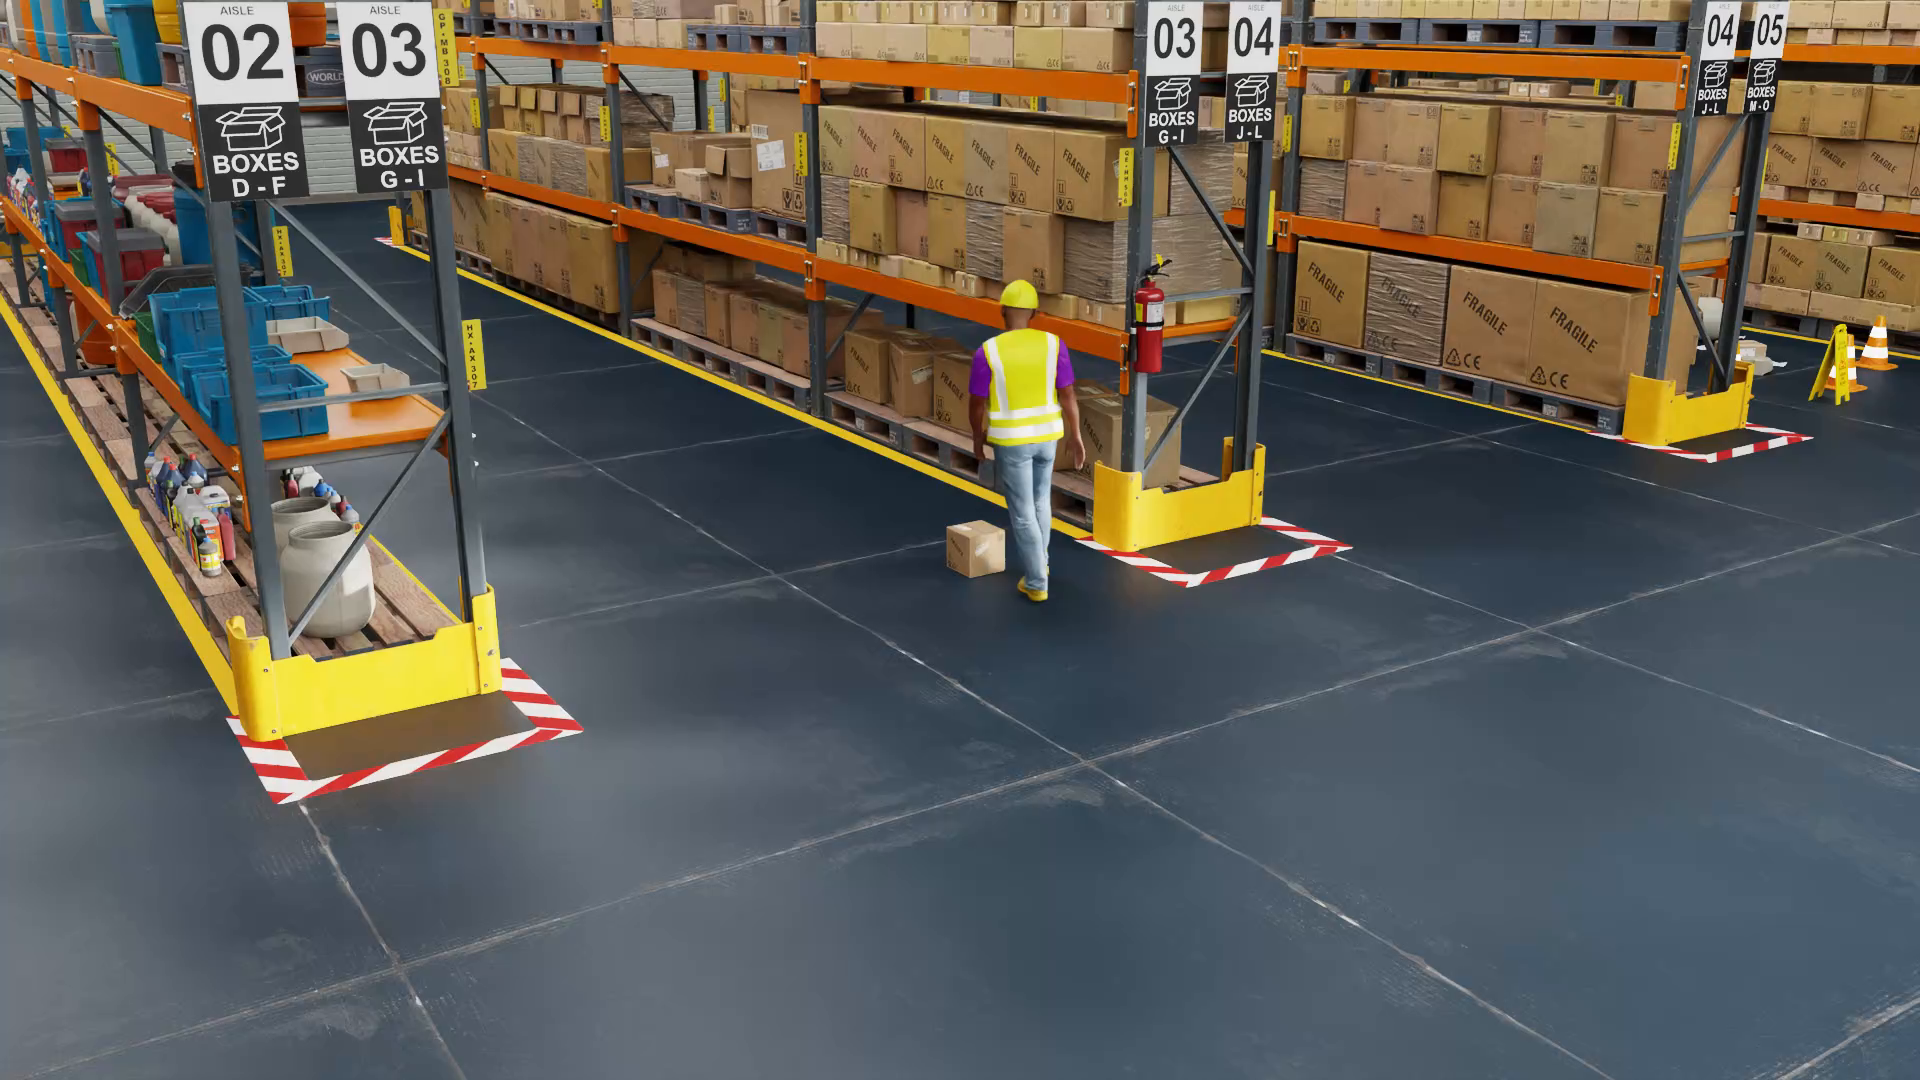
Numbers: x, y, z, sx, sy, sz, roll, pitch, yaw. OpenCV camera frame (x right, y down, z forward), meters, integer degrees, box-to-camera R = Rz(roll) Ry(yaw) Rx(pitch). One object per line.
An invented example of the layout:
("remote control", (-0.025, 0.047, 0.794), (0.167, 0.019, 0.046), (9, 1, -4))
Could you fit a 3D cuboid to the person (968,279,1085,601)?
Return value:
("person", (0.332, -0.556, 9.232), (0.627, 1.789, 0.641), (-6, 19, -18))
